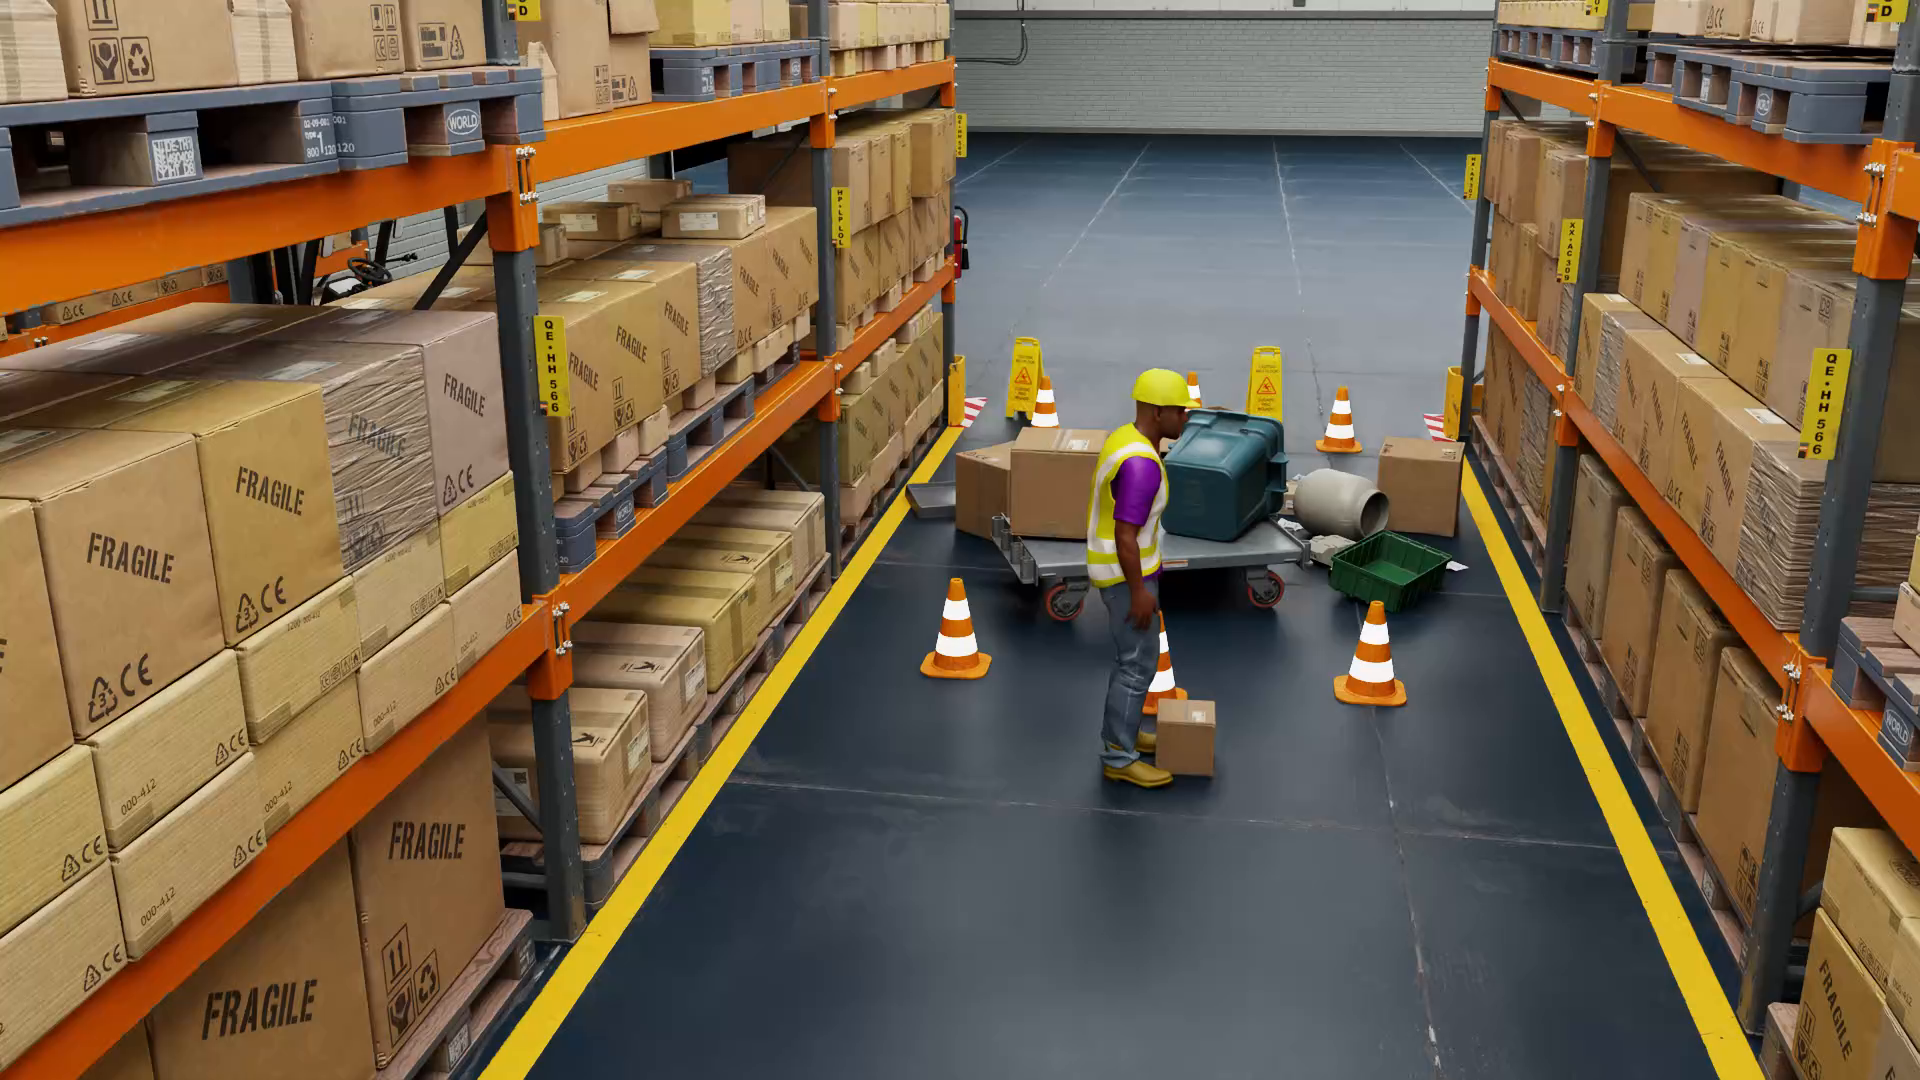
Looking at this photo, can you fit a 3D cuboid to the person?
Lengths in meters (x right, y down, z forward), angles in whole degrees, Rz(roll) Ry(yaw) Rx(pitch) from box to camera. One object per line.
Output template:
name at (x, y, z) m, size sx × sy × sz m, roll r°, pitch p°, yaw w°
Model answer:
person at (0.763, 0.139, 7.091) m, size 0.463 × 1.759 × 0.625 m, roll 2°, pitch 18°, yaw 6°
